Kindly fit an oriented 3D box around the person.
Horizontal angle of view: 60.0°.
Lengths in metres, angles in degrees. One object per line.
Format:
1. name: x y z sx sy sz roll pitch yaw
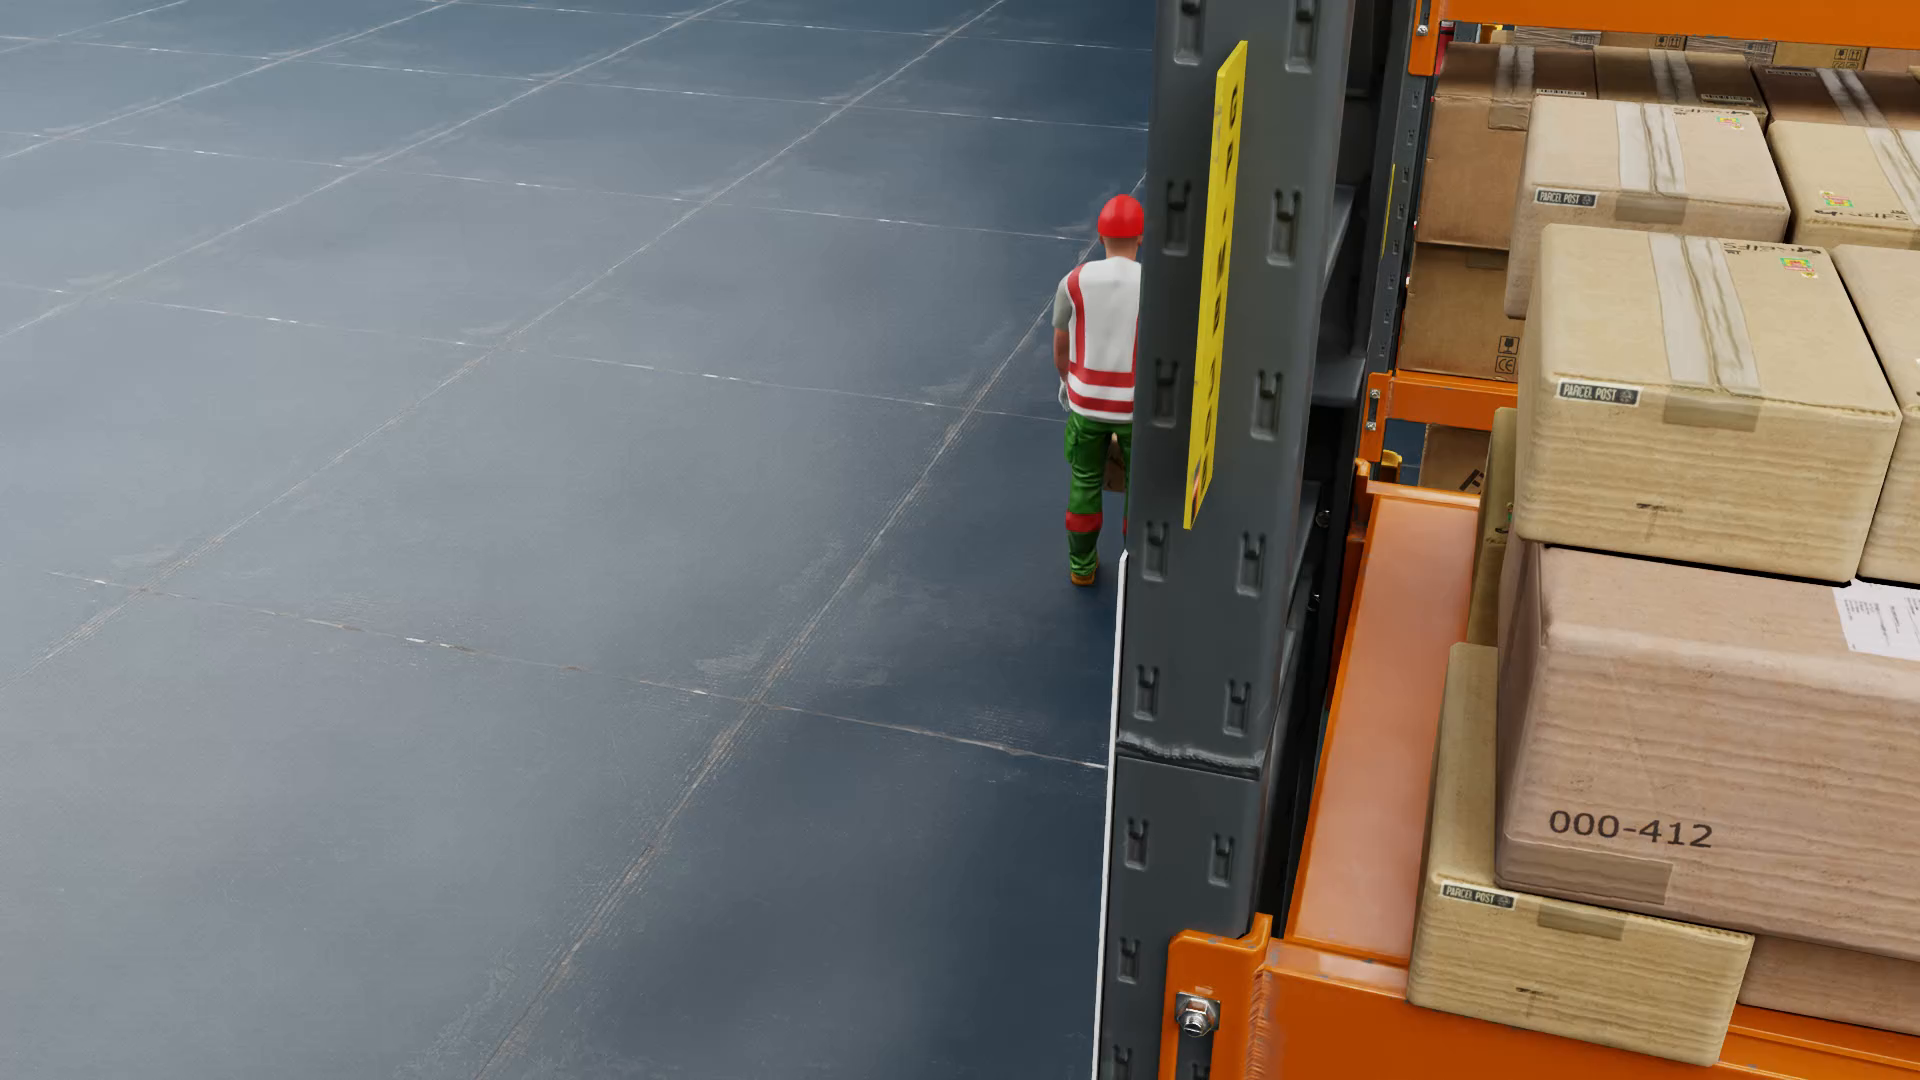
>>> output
1. person: 0.671 -0.605 7.199 0.553 1.785 0.416 8 30 14
